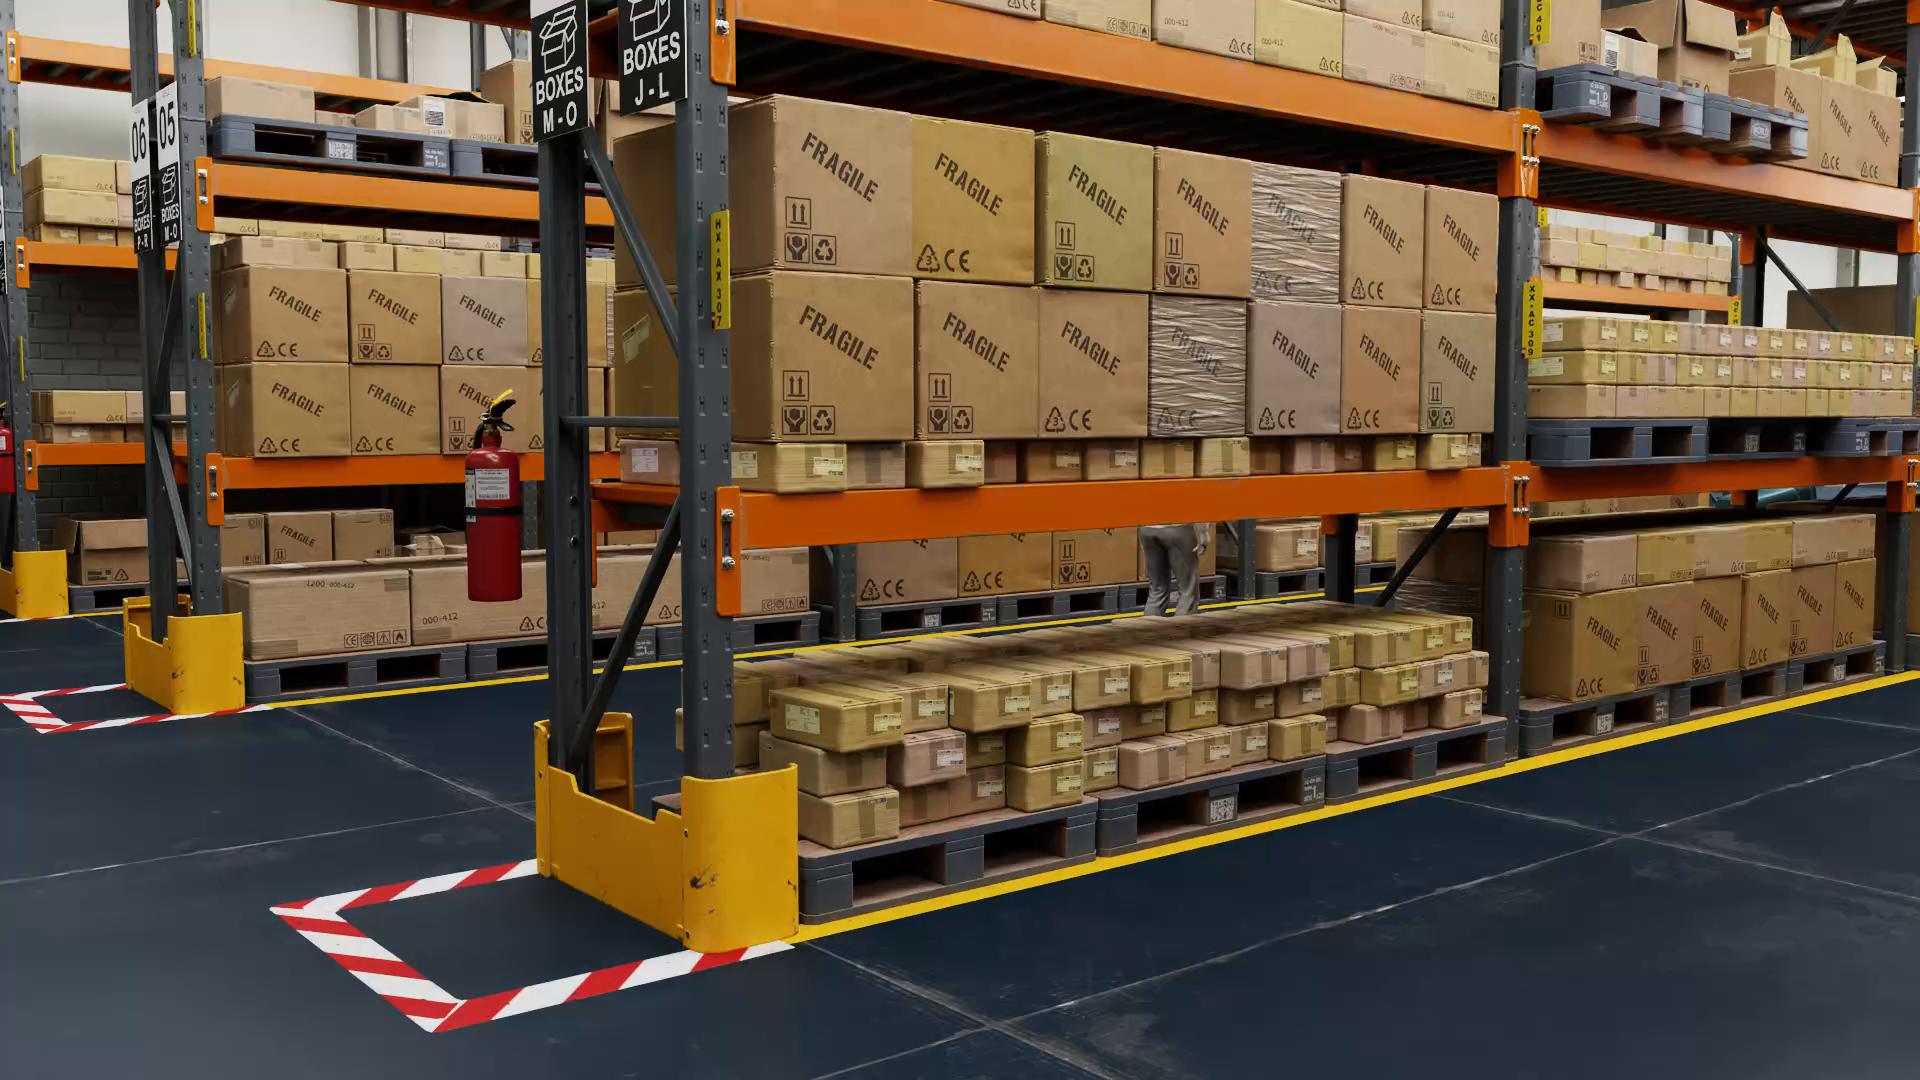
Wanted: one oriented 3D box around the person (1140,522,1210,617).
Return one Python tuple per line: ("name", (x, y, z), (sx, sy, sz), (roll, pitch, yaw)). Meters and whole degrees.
("person", (1.264, -0.054, 9.921), (0.379, 1.663, 0.535), (-4, 6, -40))
